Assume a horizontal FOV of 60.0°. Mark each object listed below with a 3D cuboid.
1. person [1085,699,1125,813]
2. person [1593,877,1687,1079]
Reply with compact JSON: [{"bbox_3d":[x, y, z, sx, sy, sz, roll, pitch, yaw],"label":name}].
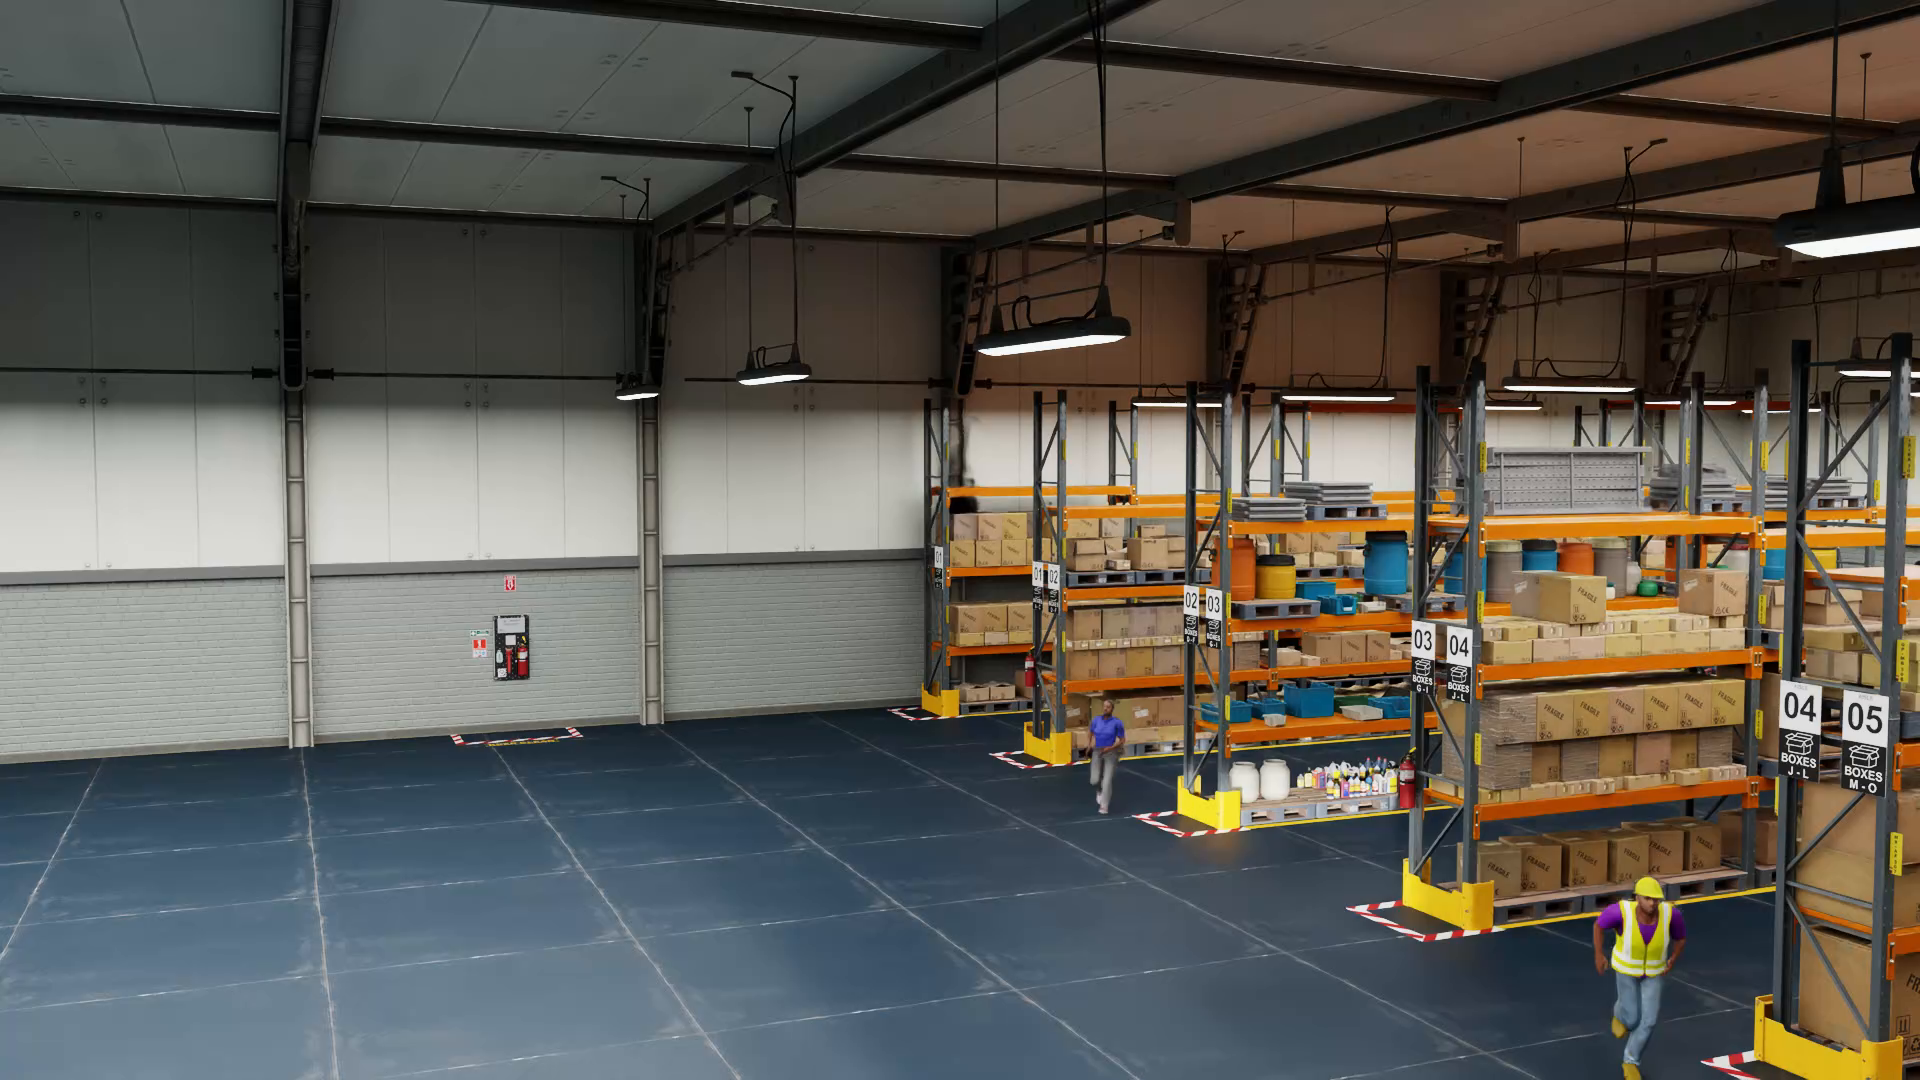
[{"bbox_3d":[2.010,3.096,23.114,0.567,1.408,0.517,1,3,16],"label":"person"},{"bbox_3d":[5.553,3.538,13.608,0.696,1.690,0.826,0,3,5],"label":"person"}]
